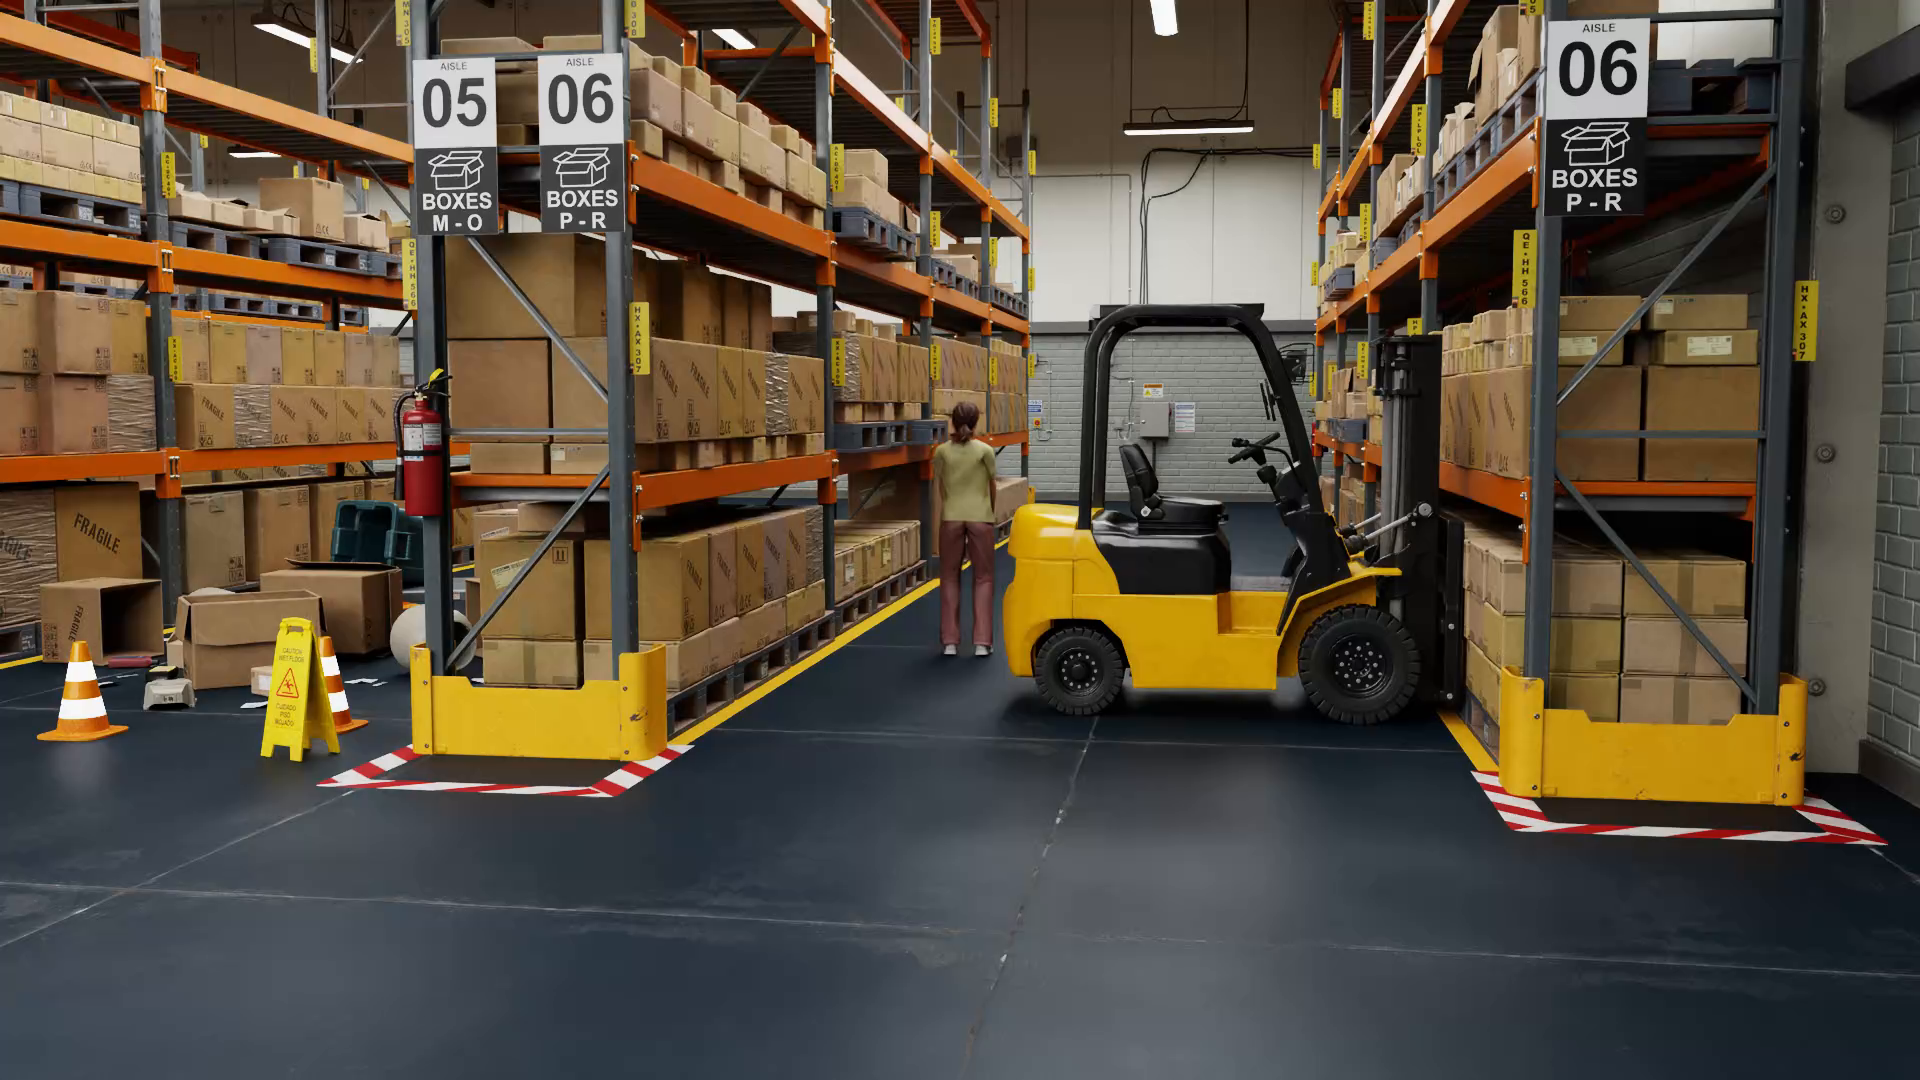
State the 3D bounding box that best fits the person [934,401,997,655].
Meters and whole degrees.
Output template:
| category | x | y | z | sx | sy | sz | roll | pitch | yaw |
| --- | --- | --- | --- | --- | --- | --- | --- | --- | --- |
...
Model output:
| category | x | y | z | sx | sy | sz | roll | pitch | yaw |
| --- | --- | --- | --- | --- | --- | --- | --- | --- | --- |
| person | 0.043 | -0.083 | 10.979 | 0.406 | 1.668 | 0.517 | 0 | 5 | 5 |
